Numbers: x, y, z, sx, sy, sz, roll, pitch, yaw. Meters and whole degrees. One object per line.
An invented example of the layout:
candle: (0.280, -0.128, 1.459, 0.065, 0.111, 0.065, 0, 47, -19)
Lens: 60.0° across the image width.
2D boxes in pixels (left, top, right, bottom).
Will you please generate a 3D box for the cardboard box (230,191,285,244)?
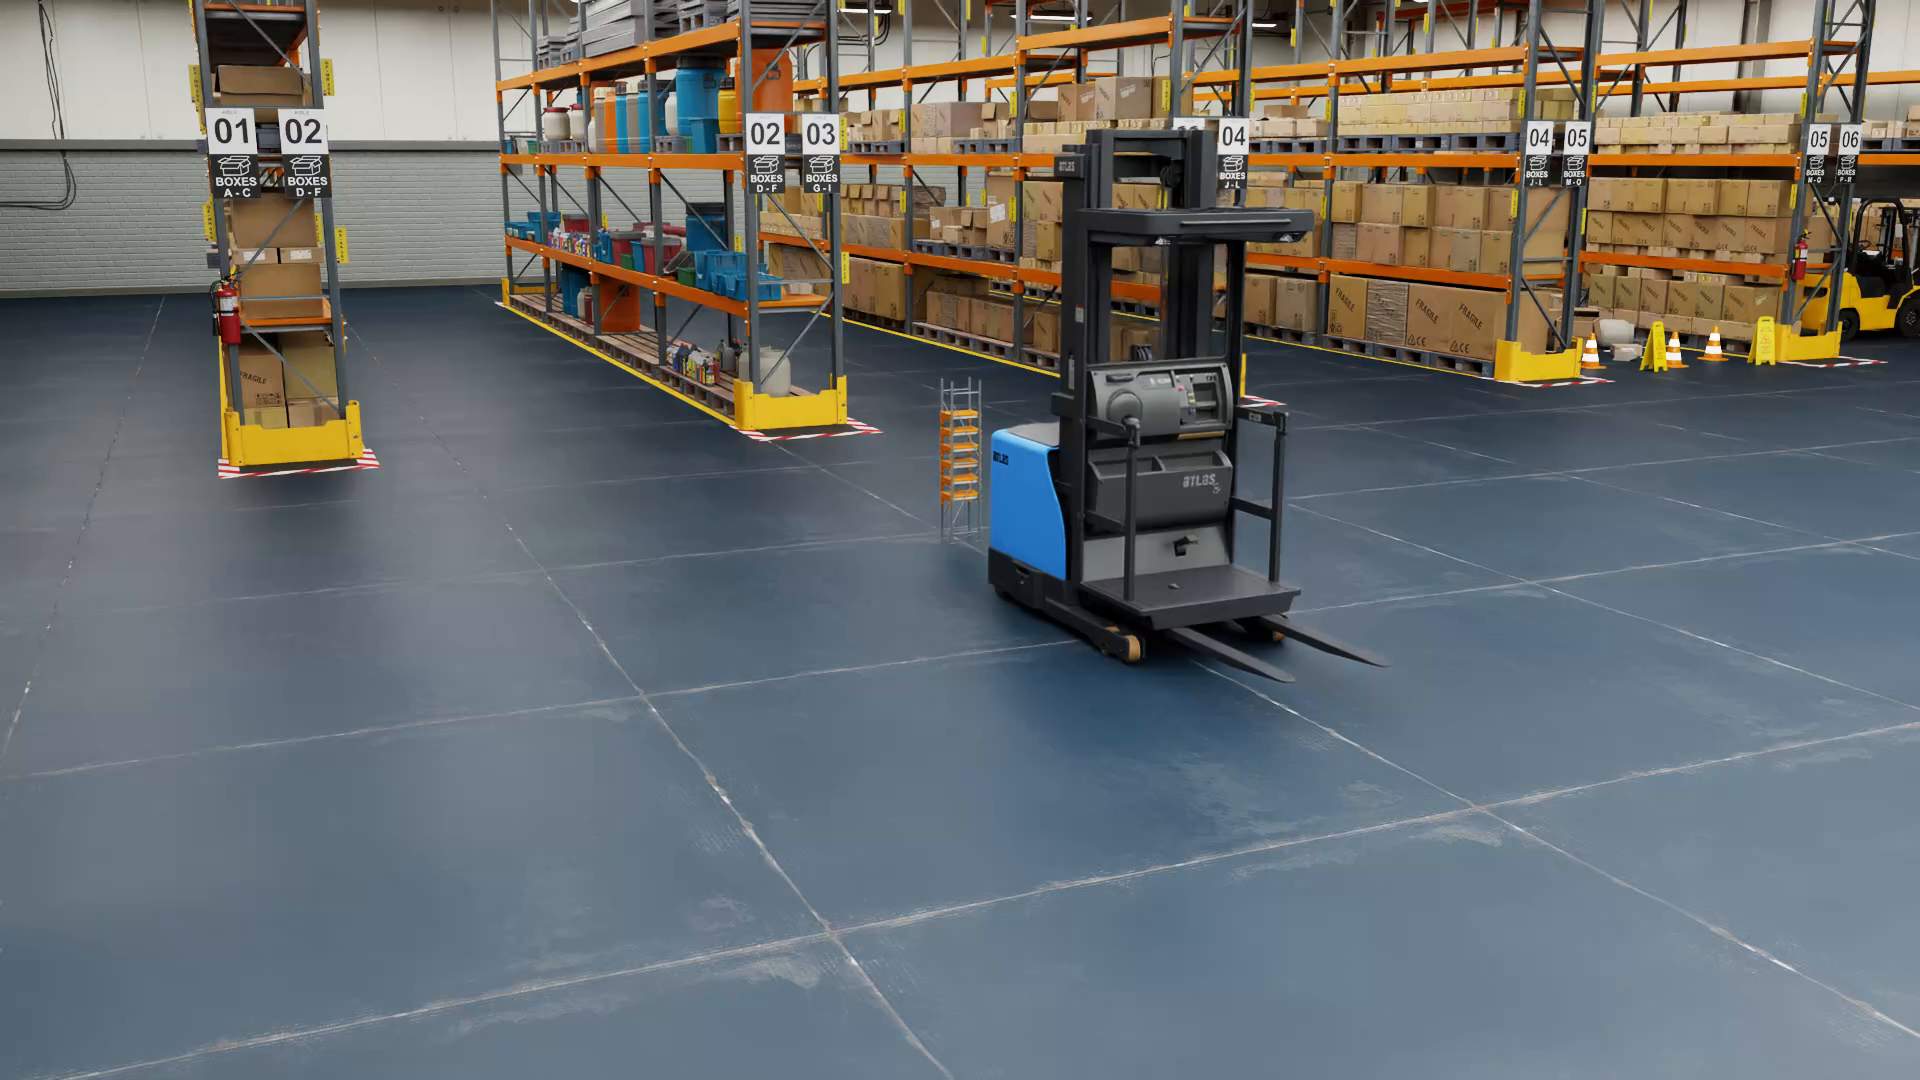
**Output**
cardboard box: (-6.670, -3.126, 16.125, 0.700, 0.500, 0.500, -6, 14, -24)

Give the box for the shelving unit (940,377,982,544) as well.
shelving unit: (0.006, -0.582, 12.222, 0.258, 1.200, 0.189, -6, 14, -23)

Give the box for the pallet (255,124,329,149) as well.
pallet: (-6.517, -3.795, 15.659, 1.003, 0.211, 1.213, -6, 14, -23)

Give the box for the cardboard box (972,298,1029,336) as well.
cardboard box: (0.594, -3.290, 24.500, 0.700, 0.500, 0.500, -7, 15, -28)

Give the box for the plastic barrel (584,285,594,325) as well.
plastic barrel: (-5.586, -3.690, 26.080, 0.600, 0.588, 0.708, -6, 14, -23)

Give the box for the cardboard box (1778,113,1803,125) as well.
cardboard box: (11.495, -5.788, 22.863, 0.380, 0.149, 0.250, -5, 14, -22)

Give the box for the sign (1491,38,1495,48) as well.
sign: (11.136, -10.317, 34.742, 0.100, 0.325, 0.005, -6, 14, -23)

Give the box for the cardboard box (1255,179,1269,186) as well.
cardboard box: (6.456, -7.211, 34.433, 0.500, 0.500, 0.500, -6, 14, -24)

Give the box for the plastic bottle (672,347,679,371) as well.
plastic bottle: (-3.439, -2.219, 20.370, 0.152, 0.276, 0.135, -5, 14, -21)

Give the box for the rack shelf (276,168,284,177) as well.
rack shelf: (-10.263, -5.405, 24.015, 1.077, 0.370, 4.000, -6, 14, -23)

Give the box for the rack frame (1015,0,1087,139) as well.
rack frame: (1.218, -6.872, 22.103, 1.000, 3.000, 0.127, -6, 14, -23)

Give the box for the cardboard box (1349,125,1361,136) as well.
cardboard box: (5.743, -5.809, 23.568, 0.380, 0.149, 0.250, -6, 14, -23)

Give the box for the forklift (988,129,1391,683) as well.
forklift: (1.275, -0.841, 9.505, 1.130, 2.935, 3.031, -6, 14, -25)

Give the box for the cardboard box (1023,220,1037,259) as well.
cardboard box: (1.342, -4.044, 22.309, 0.875, 0.500, 0.500, -6, 14, -23)

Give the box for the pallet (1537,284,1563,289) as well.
pallet: (12.494, -5.170, 34.241, 1.003, 0.211, 1.213, -6, 14, -23)

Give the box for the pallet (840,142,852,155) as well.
pallet: (-1.574, -6.785, 28.805, 0.805, 0.209, 1.217, -6, 14, -25)

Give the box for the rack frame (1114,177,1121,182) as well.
rack frame: (2.599, -6.029, 31.766, 1.000, 3.000, 0.127, -6, 14, -23)

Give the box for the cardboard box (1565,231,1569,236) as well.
cardboard box: (9.840, -5.007, 26.979, 0.380, 0.149, 0.250, -5, 14, -22)

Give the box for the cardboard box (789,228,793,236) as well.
cardboard box: (-3.025, -5.831, 31.468, 0.380, 0.149, 0.250, -5, 14, -22)

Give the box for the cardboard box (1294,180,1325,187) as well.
cardboard box: (7.007, -6.916, 33.159, 0.500, 0.500, 0.500, -5, 14, -22)

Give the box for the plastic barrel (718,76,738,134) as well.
plastic barrel: (-2.291, -4.657, 17.837, 0.600, 0.588, 0.600, 0, 13, 0)

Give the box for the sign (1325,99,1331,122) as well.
sign: (5.310, -6.191, 23.972, 0.100, 0.325, 0.005, -6, 14, -23)

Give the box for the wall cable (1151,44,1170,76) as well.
wall cable: (6.213, -11.725, 42.990, 2.988, 3.039, 0.133, -6, 14, -23)

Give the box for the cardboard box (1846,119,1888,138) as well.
cardboard box: (14.955, -6.770, 27.363, 0.500, 0.311, 0.500, -5, 14, -22)

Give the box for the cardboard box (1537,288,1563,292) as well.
cardboard box: (9.795, -4.025, 28.003, 0.950, 0.372, 0.625, -5, 14, -19)

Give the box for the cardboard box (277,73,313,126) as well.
cardboard box: (-6.672, -4.379, 16.522, 0.500, 0.500, 0.500, -6, 14, -23)

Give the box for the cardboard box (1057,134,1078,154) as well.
cardboard box: (1.570, -5.009, 21.038, 0.500, 0.250, 0.500, -6, 14, -25)

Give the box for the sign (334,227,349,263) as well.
sign: (-5.747, -2.738, 15.450, 0.100, 0.325, 0.005, -6, 14, -23)

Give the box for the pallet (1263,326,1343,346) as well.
pallet: (5.425, -3.170, 25.598, 1.003, 0.211, 1.213, -6, 14, -23)

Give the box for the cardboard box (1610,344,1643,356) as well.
cardboard box: (9.525, -2.717, 23.778, 0.380, 0.149, 0.250, 1, 13, 6)

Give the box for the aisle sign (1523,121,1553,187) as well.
aisle sign: (7.159, -4.774, 20.580, 0.394, 0.787, 0.004, -6, 14, -23)

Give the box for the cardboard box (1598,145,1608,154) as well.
cardboard box: (10.198, -6.095, 25.959, 0.380, 0.149, 0.250, -6, 14, -24)

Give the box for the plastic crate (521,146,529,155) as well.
plastic crate: (-7.383, -6.716, 28.666, 0.293, 0.136, 0.466, -6, 14, -23)

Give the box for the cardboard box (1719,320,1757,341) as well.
cardboard box: (11.321, -3.030, 23.977, 0.500, 0.250, 0.500, -6, 14, -23)

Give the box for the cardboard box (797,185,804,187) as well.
cardboard box: (-3.153, -6.788, 33.058, 0.500, 0.500, 0.500, -5, 14, -22)

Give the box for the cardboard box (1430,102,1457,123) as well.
cardboard box: (6.554, -5.619, 21.864, 0.500, 0.250, 0.500, -6, 14, -23)

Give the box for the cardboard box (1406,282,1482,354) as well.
cardboard box: (6.719, -3.035, 22.610, 0.875, 0.875, 0.875, -6, 14, -24)

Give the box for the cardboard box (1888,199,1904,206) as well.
cardboard box: (15.290, -5.451, 26.950, 0.380, 0.149, 0.250, -6, 14, -23)

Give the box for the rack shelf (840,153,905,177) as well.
rack shelf: (-1.185, -6.299, 27.878, 1.077, 0.370, 4.000, -6, 14, -23)

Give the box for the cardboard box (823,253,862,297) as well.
cardboard box: (-1.712, -4.641, 29.549, 1.225, 0.875, 0.875, -6, 14, -23)

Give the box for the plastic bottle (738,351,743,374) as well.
plastic bottle: (-2.627, -2.135, 19.992, 0.061, 0.283, 0.133, -6, 14, -23)

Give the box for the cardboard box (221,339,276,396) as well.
cardboard box: (-7.159, -1.748, 16.773, 0.500, 0.500, 0.500, -6, 14, -23)

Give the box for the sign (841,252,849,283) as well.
sign: (-1.212, -2.859, 17.455, 0.100, 0.325, 0.005, -6, 14, -23)

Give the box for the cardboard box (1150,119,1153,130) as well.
cardboard box: (2.427, -4.799, 19.246, 0.380, 0.149, 0.250, -6, 14, -25)

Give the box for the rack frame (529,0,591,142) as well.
rack frame: (-6.524, -8.077, 27.311, 1.000, 3.000, 0.127, -6, 14, -23)

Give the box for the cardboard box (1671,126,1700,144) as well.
cardboard box: (10.832, -5.947, 24.433, 0.500, 0.250, 0.500, -5, 14, -22)

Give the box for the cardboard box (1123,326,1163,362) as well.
cardboard box: (2.315, -2.360, 20.527, 0.500, 0.500, 0.500, -2, 13, -8)

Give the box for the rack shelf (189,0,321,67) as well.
rack shelf: (-7.059, -5.019, 16.581, 1.077, 0.370, 4.000, -6, 14, -23)

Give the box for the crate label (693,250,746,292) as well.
crate label: (-2.703, -3.048, 18.809, 0.502, 0.435, 0.616, -6, 14, -23)

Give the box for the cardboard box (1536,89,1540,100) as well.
cardboard box: (7.464, -5.680, 21.242, 0.380, 0.149, 0.250, -6, 14, -23)

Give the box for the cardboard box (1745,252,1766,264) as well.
cardboard box: (11.352, -3.995, 23.537, 0.380, 0.149, 0.250, -6, 14, -24)
